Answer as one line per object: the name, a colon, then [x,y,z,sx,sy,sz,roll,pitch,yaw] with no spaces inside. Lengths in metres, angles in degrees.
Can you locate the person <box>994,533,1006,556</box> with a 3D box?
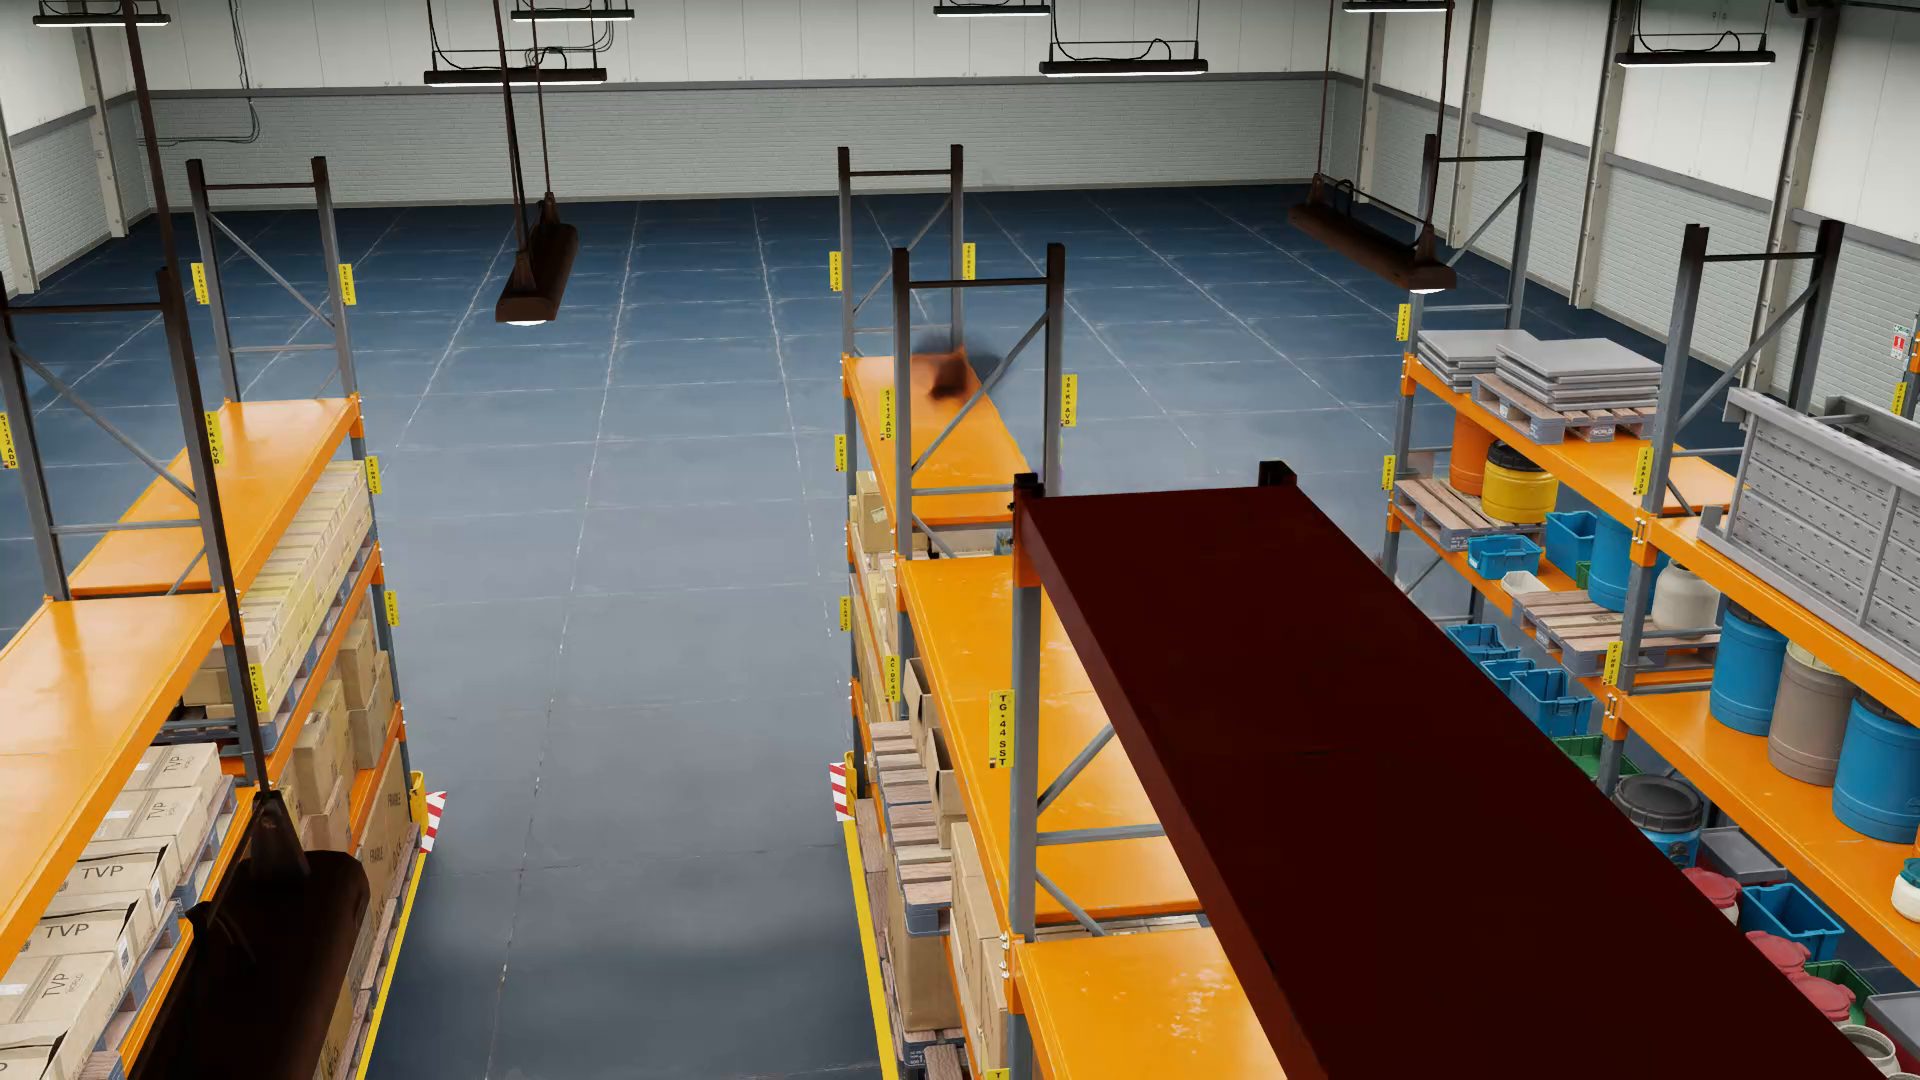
person: [0.304,-0.433,20.546,0.597,1.596,0.690,4,22,9]

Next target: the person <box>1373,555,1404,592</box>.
person: [4.340,0.852,17.392,0.505,1.547,0.539,10,24,23]
